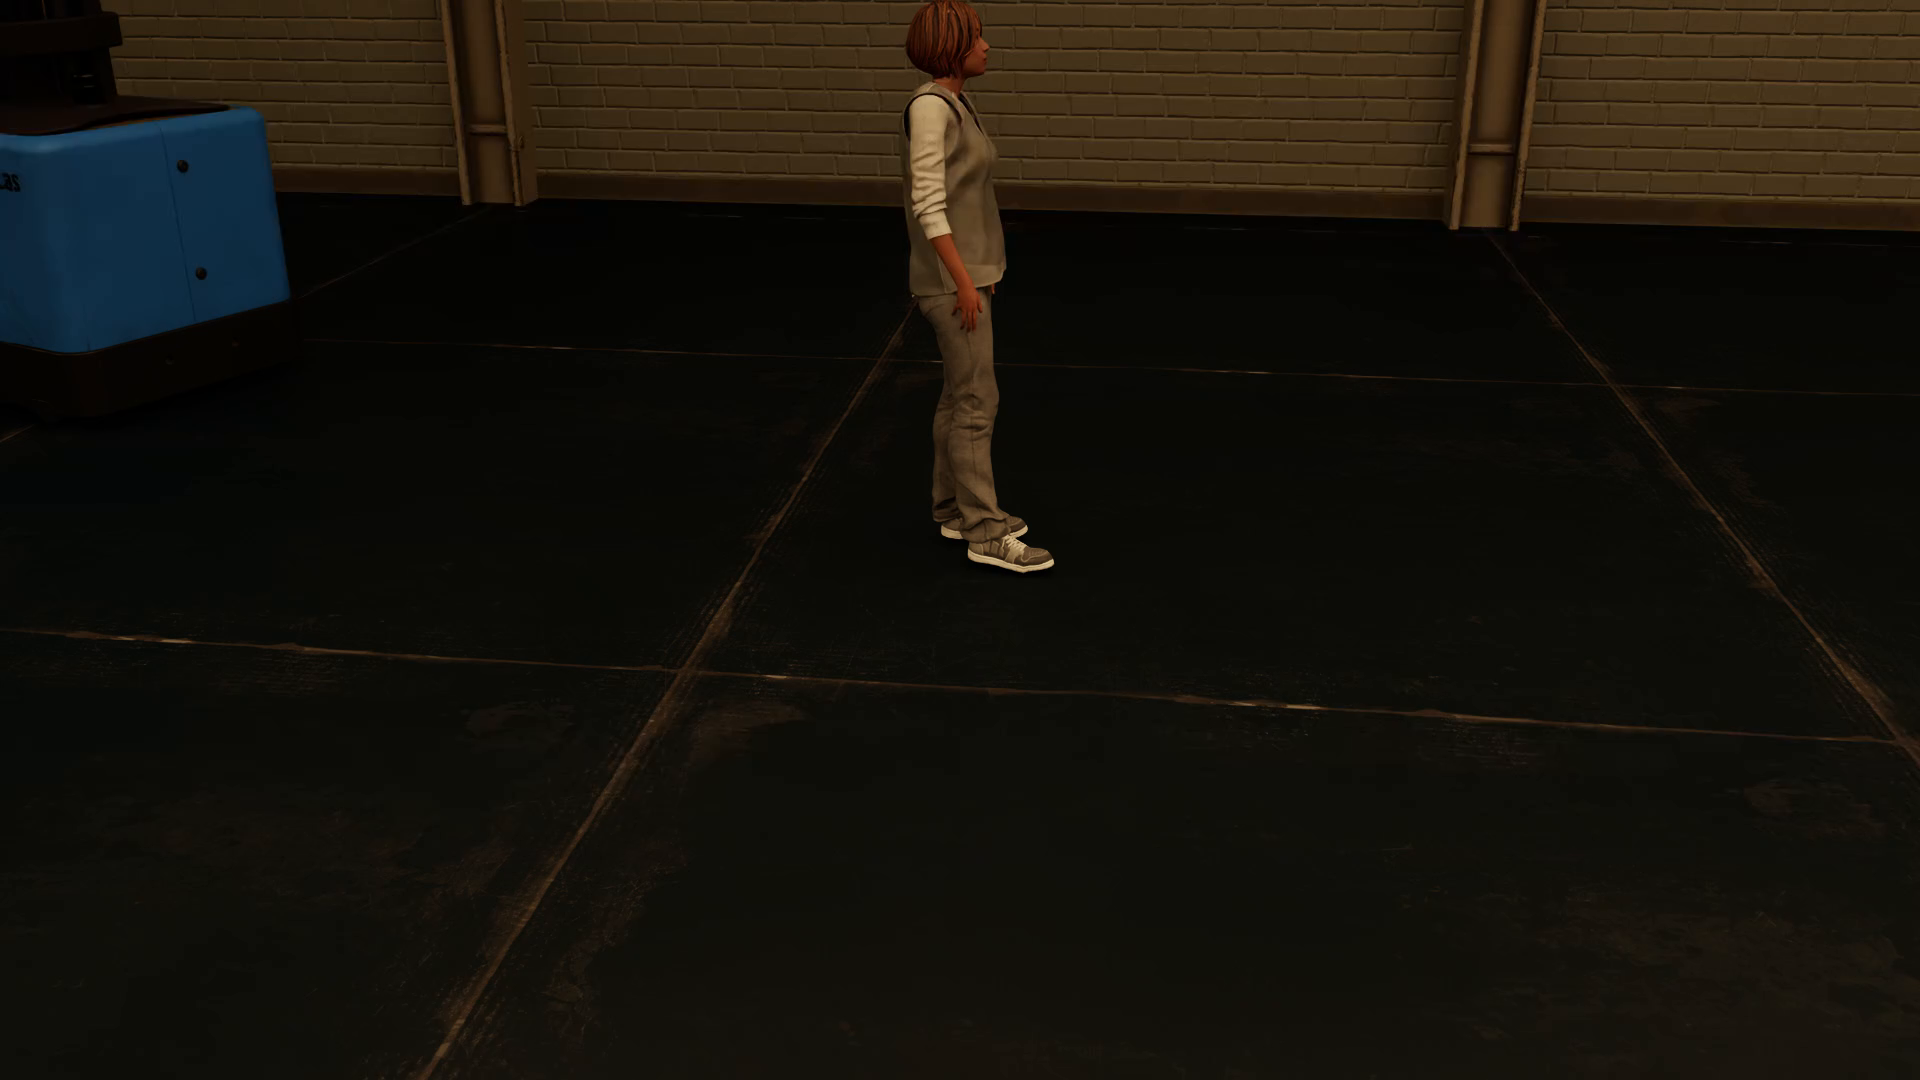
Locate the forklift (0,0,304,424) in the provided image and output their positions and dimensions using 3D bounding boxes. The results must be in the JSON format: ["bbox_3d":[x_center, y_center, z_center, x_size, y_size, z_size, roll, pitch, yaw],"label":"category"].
[{"bbox_3d":[-4.264,-2.169,6.640,3.031,2.935,1.130,11,25,26],"label":"forklift"}]

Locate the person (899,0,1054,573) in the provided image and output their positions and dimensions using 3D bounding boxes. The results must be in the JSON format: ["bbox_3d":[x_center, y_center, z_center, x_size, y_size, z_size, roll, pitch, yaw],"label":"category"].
[{"bbox_3d":[0.072,-0.739,4.854,0.473,1.599,0.520,3,22,7],"label":"person"}]
